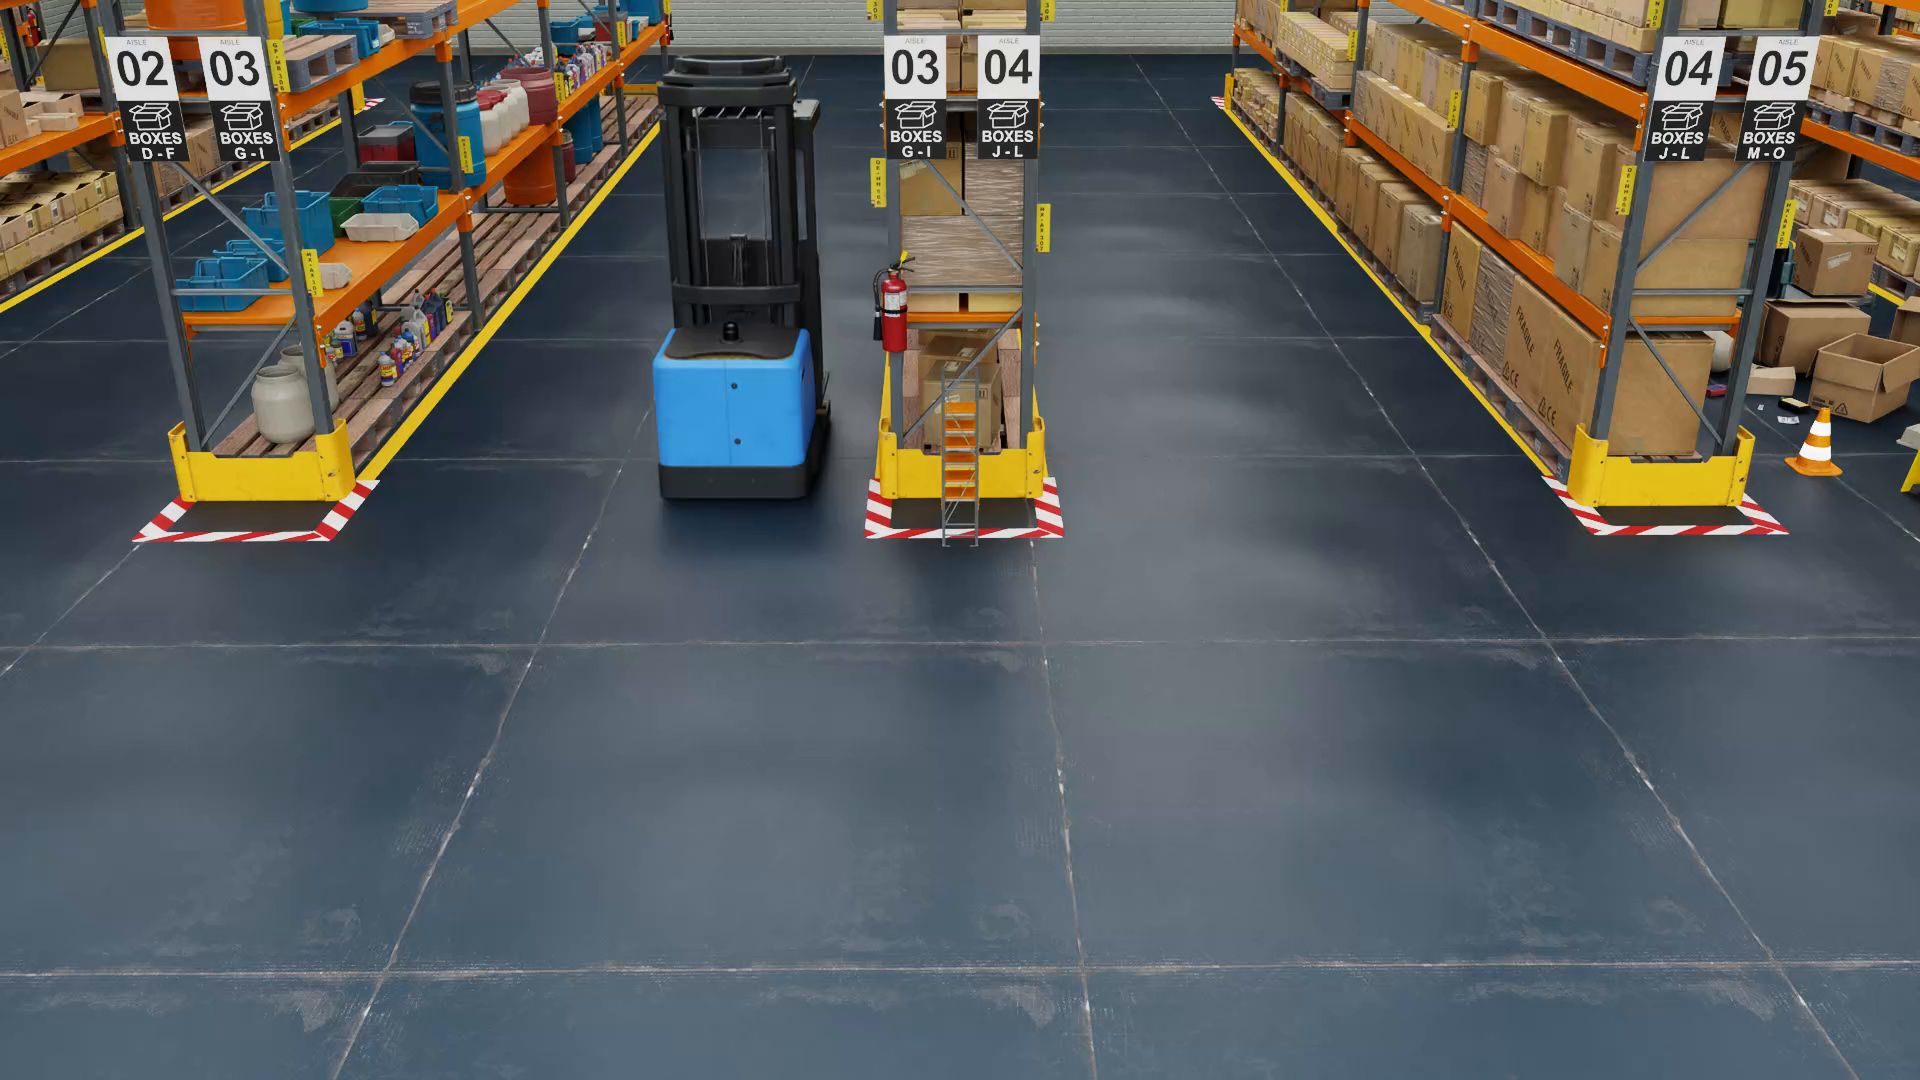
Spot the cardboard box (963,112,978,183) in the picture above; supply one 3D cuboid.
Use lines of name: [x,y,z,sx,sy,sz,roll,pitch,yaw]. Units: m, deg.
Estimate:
cardboard box: [0.273,-2.981,12.506,0.500,0.500,0.500,0,24,-1]

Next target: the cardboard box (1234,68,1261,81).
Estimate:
cardboard box: [4.464,-7.224,25.811,0.380,0.149,0.250,-1,24,-3]

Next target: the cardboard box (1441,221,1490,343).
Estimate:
cardboard box: [4.866,-2.297,14.758,0.875,0.875,0.875,0,24,0]

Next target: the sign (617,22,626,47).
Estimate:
sign: [-4.521,-6.755,22.210,0.100,0.325,0.005,0,24,-1]

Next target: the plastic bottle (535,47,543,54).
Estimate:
plastic bottle: [-5.443,-6.227,21.530,0.152,0.276,0.135,0,24,-1]

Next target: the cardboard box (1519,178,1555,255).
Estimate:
cardboard box: [4.968,-2.582,13.138,0.875,0.550,0.500,0,24,-1]

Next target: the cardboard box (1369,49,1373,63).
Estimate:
cardboard box: [5.067,-5.720,19.691,0.380,0.149,0.250,0,24,0]

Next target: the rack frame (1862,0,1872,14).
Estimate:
rack frame: [14.710,-8.366,26.108,1.000,3.000,0.127,0,24,-1]

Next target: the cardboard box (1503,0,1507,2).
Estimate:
cardboard box: [4.599,-4.462,13.509,0.380,0.149,0.250,0,24,-1]

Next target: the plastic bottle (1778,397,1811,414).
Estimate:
plastic bottle: [6.814,-1.111,13.632,0.133,0.061,0.283,-9,26,-19]

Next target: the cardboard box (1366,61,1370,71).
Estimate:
cardboard box: [5.067,-5.687,19.979,0.380,0.149,0.250,1,24,1]

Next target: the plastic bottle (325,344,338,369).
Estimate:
plastic bottle: [-5.251,-1.532,13.859,0.097,0.201,0.097,0,24,0]

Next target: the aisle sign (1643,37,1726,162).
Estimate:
aisle sign: [4.674,-2.839,10.733,0.394,0.787,0.004,0,24,-1]

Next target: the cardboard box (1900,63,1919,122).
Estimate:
cardboard box: [9.637,-4.376,16.294,0.500,0.500,0.500,1,24,1]

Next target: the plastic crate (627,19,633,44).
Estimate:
plastic crate: [-4.904,-7.231,23.668,0.437,0.282,0.530,0,24,-1]

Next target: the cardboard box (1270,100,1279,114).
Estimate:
cardboard box: [4.535,-6.044,23.202,0.380,0.149,0.250,0,24,0]

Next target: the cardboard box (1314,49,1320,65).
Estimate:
cardboard box: [4.413,-5.717,19.685,0.380,0.149,0.250,0,24,0]

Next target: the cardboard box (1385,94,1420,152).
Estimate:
cardboard box: [4.637,-4.219,16.816,0.500,0.500,0.500,-1,24,-1]

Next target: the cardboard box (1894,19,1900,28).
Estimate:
cardboard box: [14.526,-7.902,25.387,0.380,0.149,0.250,-1,24,-1]

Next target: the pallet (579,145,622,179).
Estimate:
pallet: [-5.105,-5.039,22.134,1.003,0.211,1.213,0,24,-1]

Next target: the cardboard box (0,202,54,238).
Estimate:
cardboard box: [-9.711,-3.309,17.073,0.500,0.311,0.500,0,24,1]

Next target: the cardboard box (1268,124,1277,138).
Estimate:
cardboard box: [4.497,-5.683,23.124,0.380,0.149,0.250,0,24,0]

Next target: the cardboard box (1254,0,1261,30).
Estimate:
cardboard box: [4.563,-7.641,24.022,0.500,0.500,0.500,-1,24,-2]

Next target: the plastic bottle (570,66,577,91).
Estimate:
plastic bottle: [-4.676,-5.582,20.093,0.061,0.283,0.133,0,24,-1]

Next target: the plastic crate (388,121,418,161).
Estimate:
plastic crate: [-5.307,-3.777,15.980,0.392,0.384,0.575,0,24,-1]

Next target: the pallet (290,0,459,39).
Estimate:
pallet: [-4.879,-4.314,13.739,1.213,0.211,1.003,0,24,-1]

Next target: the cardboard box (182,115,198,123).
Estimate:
cardboard box: [-10.246,-5.248,21.713,0.500,0.500,0.500,0,24,0]

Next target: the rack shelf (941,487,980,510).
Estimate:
rack shelf: [0.000,-0.282,11.107,0.258,0.103,0.180,0,24,-1]

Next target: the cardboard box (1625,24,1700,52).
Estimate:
cardboard box: [4.630,-3.310,10.962,0.380,0.149,0.250,0,24,-1]

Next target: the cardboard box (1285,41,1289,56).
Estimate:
cardboard box: [4.394,-6.325,21.391,0.380,0.149,0.250,0,24,0]

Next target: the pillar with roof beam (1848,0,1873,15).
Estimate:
pillar with roof beam: [11.277,-12.195,27.294,9.100,9.000,0.400,0,24,-1]

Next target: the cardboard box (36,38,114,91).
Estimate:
cardboard box: [-10.101,-5.454,19.038,0.700,0.500,0.500,-9,26,-18]

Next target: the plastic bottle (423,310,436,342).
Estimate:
plastic bottle: [-4.643,-1.883,14.537,0.061,0.283,0.133,1,24,3]

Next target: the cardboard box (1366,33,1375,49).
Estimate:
cardboard box: [5.063,-5.954,19.847,0.380,0.149,0.250,1,24,2]

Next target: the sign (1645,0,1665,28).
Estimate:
sign: [4.430,-3.423,10.559,0.100,0.325,0.005,0,24,-1]

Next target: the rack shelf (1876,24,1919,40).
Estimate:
rack shelf: [14.732,-7.214,24.434,1.077,0.370,4.000,0,24,-1]

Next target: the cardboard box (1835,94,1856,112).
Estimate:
cardboard box: [9.561,-4.645,17.675,0.380,0.149,0.250,0,24,0]

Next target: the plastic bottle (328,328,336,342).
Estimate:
plastic bottle: [-5.384,-1.737,14.131,0.144,0.351,0.185,0,24,-1]

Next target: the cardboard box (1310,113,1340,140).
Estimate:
cardboard box: [4.610,-5.074,20.443,0.500,0.250,0.500,0,24,1]

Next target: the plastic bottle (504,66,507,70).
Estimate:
plastic bottle: [-5.471,-5.562,20.048,0.061,0.283,0.133,0,24,-1]

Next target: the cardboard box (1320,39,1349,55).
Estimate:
cardboard box: [4.418,-5.741,19.377,0.380,0.149,0.250,0,24,1]

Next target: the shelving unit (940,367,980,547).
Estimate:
shelving unit: [0.000,-0.541,10.989,0.258,1.200,0.189,0,24,-1]

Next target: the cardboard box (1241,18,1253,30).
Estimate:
cardboard box: [4.468,-7.813,25.190,0.380,0.149,0.250,-1,24,-2]

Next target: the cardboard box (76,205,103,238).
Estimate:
cardboard box: [-9.722,-3.469,18.106,0.500,0.250,0.500,-1,24,-1]

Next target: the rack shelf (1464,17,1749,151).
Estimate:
rack shelf: [4.951,-3.548,12.689,1.077,0.370,4.000,0,24,-1]

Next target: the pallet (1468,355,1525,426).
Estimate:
pallet: [4.875,-1.245,13.748,1.003,0.211,1.213,0,24,-1]

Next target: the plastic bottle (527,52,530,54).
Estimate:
plastic bottle: [-5.484,-6.055,21.140,0.061,0.283,0.133,0,24,-1]

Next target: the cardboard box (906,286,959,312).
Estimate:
cardboard box: [-0.197,-1.707,11.689,0.380,0.149,0.250,0,24,-1]

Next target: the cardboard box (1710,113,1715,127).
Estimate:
cardboard box: [9.895,-5.290,21.375,0.875,0.875,0.875,0,24,1]

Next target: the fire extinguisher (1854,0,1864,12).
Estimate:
fire extinguisher: [14.246,-8.219,26.330,0.296,0.674,0.183,0,24,-1]

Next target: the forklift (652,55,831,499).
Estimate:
forklift: [-1.599,-2.185,12.525,1.130,2.935,3.031,0,24,0]

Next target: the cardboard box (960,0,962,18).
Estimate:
cardboard box: [0.195,-4.046,12.614,0.380,0.149,0.250,-1,24,-3]

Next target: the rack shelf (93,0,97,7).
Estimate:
rack shelf: [-10.003,-6.821,19.925,1.077,0.370,4.000,0,24,-1]

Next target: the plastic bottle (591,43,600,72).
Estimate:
plastic bottle: [-4.734,-6.227,21.439,0.144,0.351,0.185,0,24,-1]

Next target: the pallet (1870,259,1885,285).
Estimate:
pallet: [9.852,-2.952,17.520,1.003,0.211,1.213,0,24,-1]

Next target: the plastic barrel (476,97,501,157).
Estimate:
plastic barrel: [-4.783,-4.090,16.489,0.433,0.535,0.433,0,24,0]

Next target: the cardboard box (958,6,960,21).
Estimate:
cardboard box: [0.241,-4.039,13.083,0.500,0.250,0.500,0,24,-1]
